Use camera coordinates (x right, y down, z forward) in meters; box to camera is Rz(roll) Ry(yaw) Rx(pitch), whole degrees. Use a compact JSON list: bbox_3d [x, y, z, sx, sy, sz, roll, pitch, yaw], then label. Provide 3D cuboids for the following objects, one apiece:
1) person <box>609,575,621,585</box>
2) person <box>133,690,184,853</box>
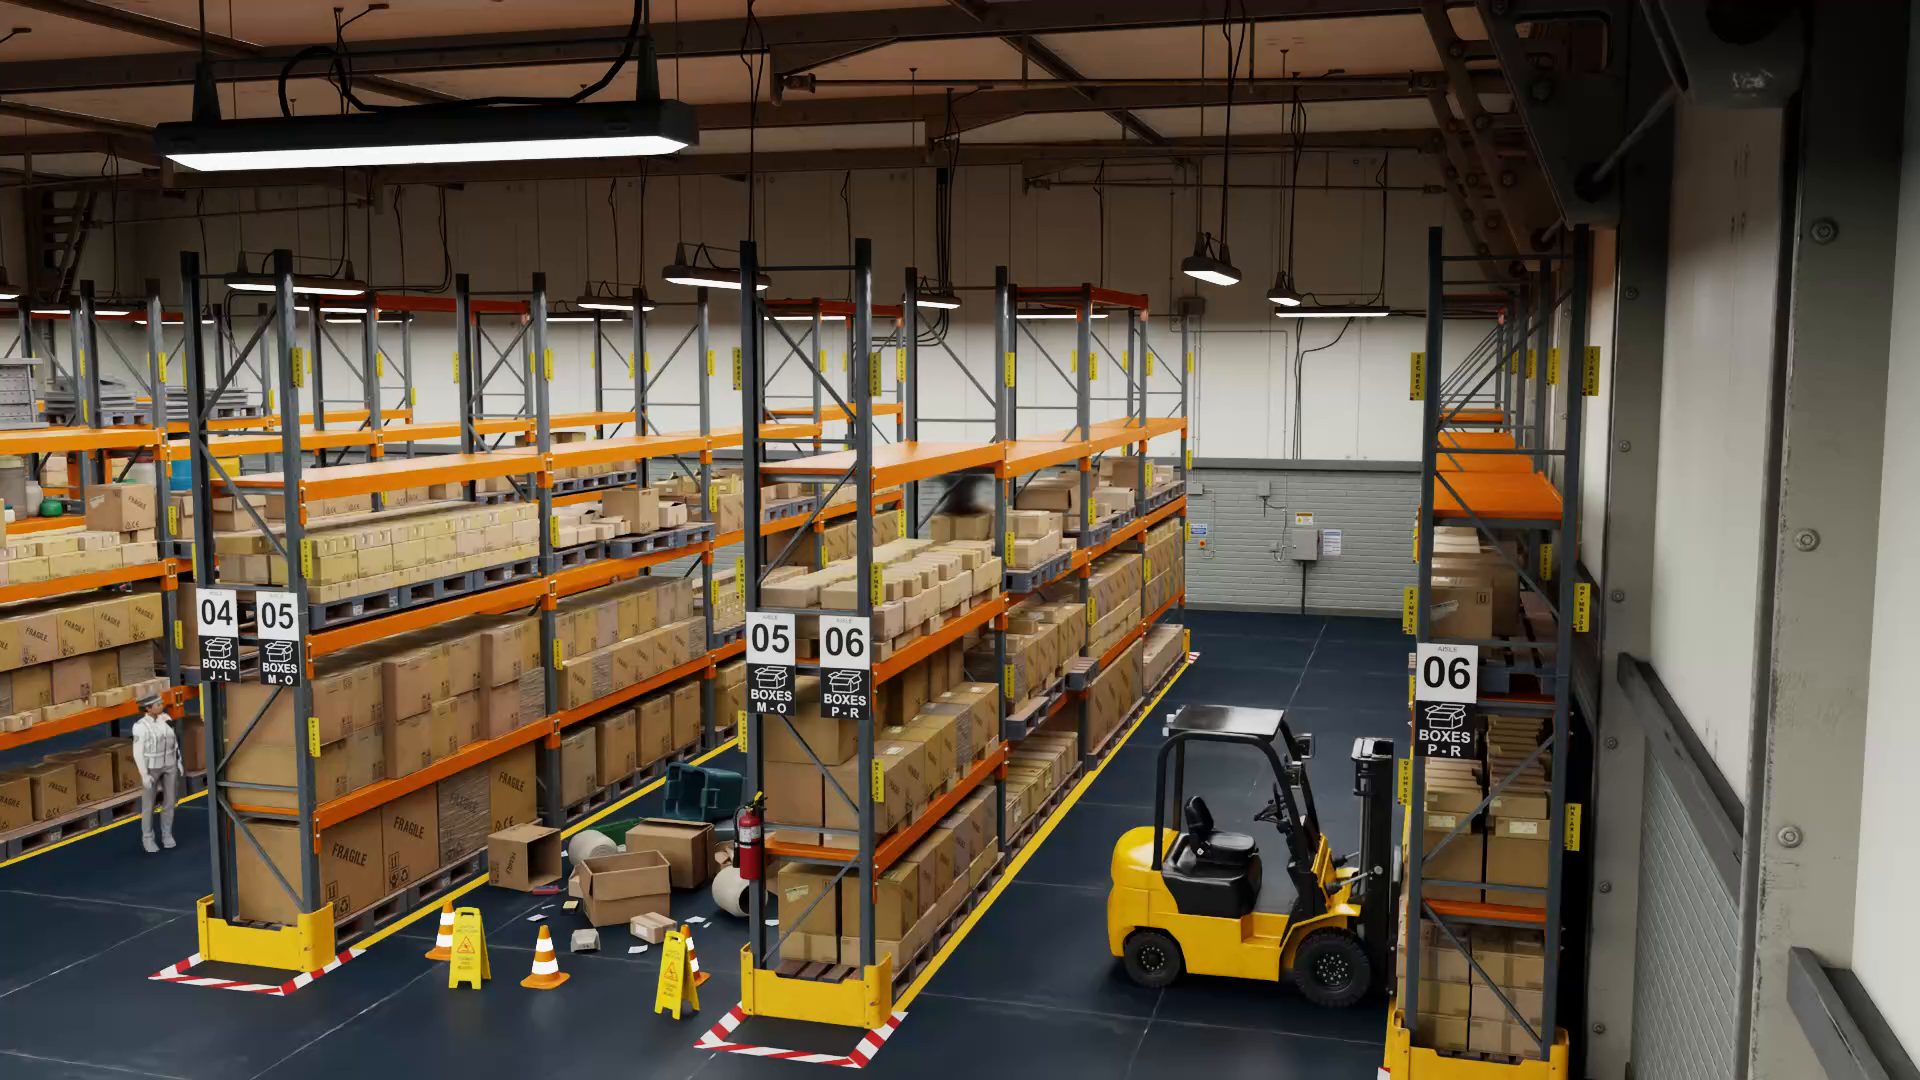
[{"bbox_3d":[-5.587,1.335,27.113,0.465,1.592,0.479,1,7,11],"label":"person"},{"bbox_3d":[-8.368,2.394,17.357,0.349,1.702,0.515,5,8,40],"label":"person"}]
